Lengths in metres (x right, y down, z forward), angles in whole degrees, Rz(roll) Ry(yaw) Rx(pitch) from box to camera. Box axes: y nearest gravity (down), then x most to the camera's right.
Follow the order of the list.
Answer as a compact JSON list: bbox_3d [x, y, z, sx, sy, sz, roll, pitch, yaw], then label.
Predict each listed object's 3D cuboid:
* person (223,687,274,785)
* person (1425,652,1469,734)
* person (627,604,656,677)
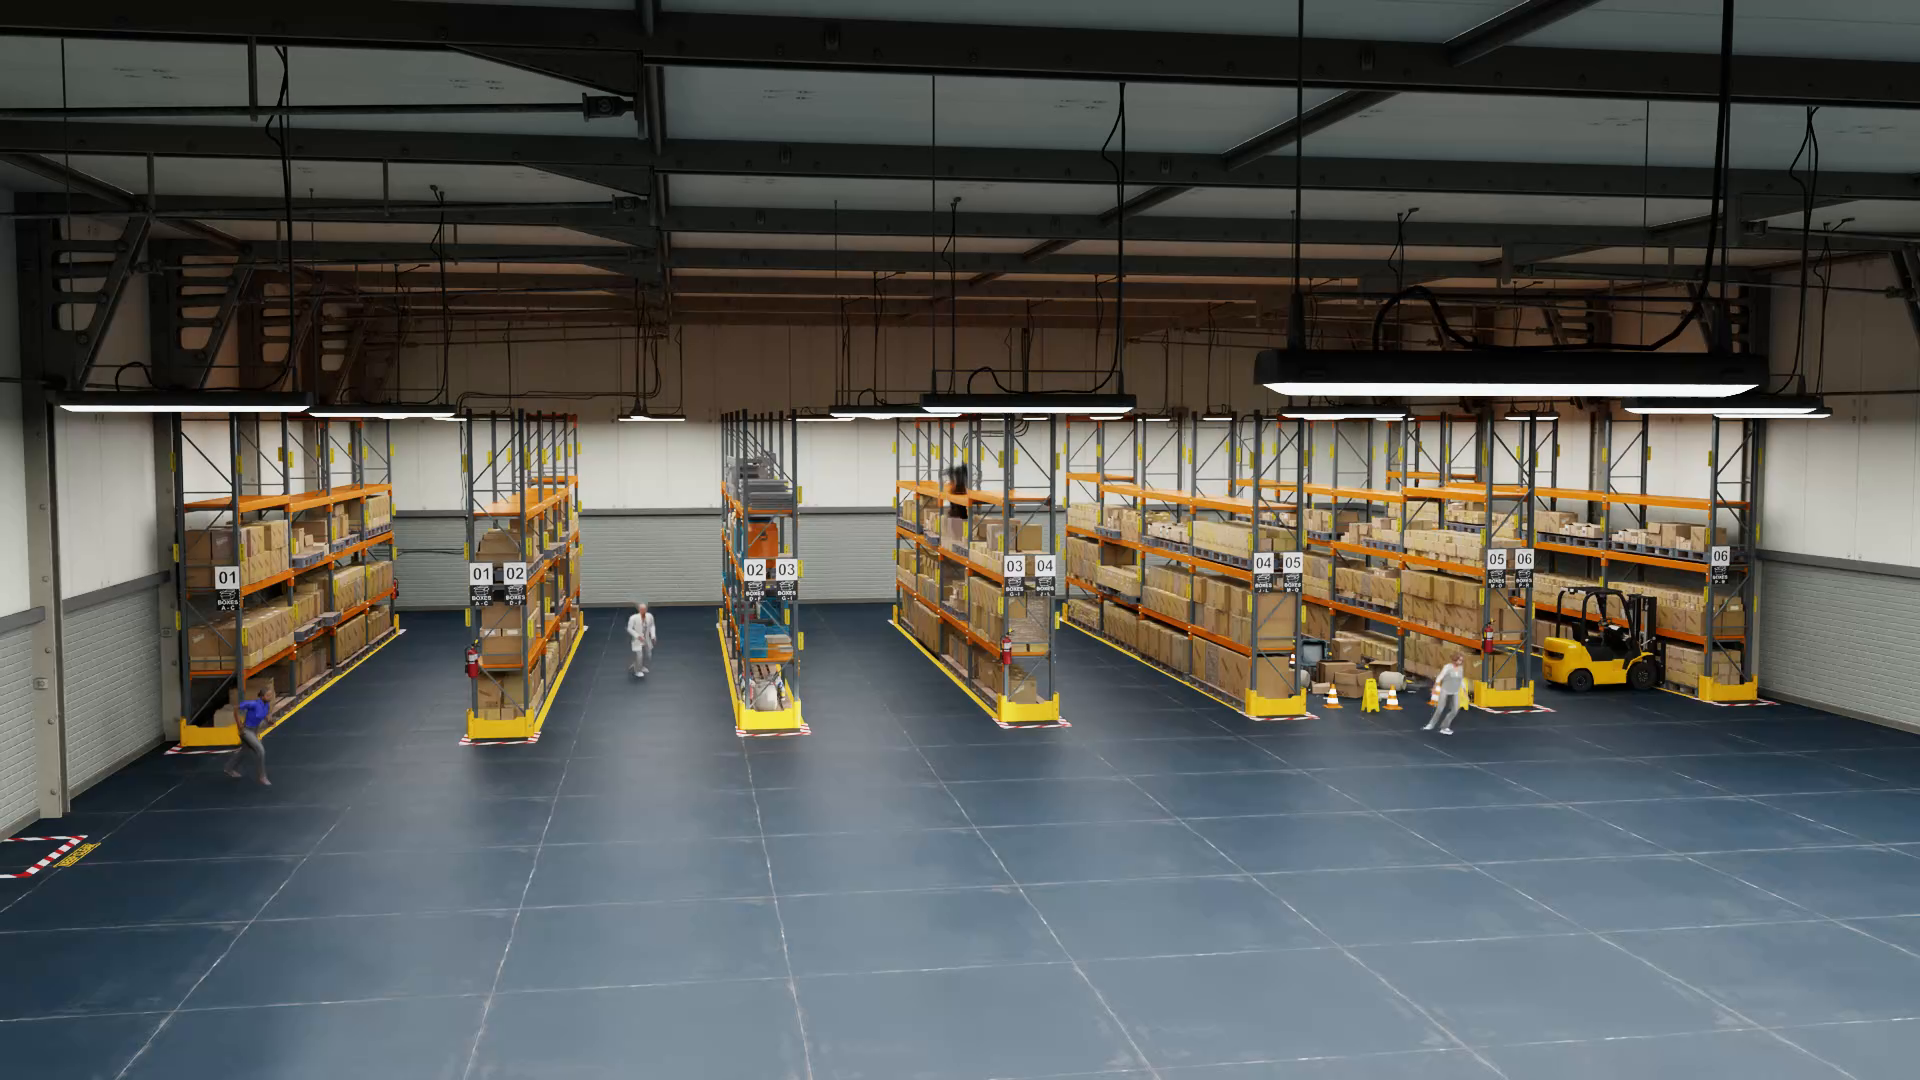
[{"bbox_3d":[-11.351,3.124,26.449,0.942,1.617,0.623,1,4,16],"label":"person"},{"bbox_3d":[8.989,2.816,30.707,0.664,1.527,0.582,-1,4,-17],"label":"person"},{"bbox_3d":[-7.239,2.269,37.623,0.685,1.659,0.815,-3,5,-35],"label":"person"}]
